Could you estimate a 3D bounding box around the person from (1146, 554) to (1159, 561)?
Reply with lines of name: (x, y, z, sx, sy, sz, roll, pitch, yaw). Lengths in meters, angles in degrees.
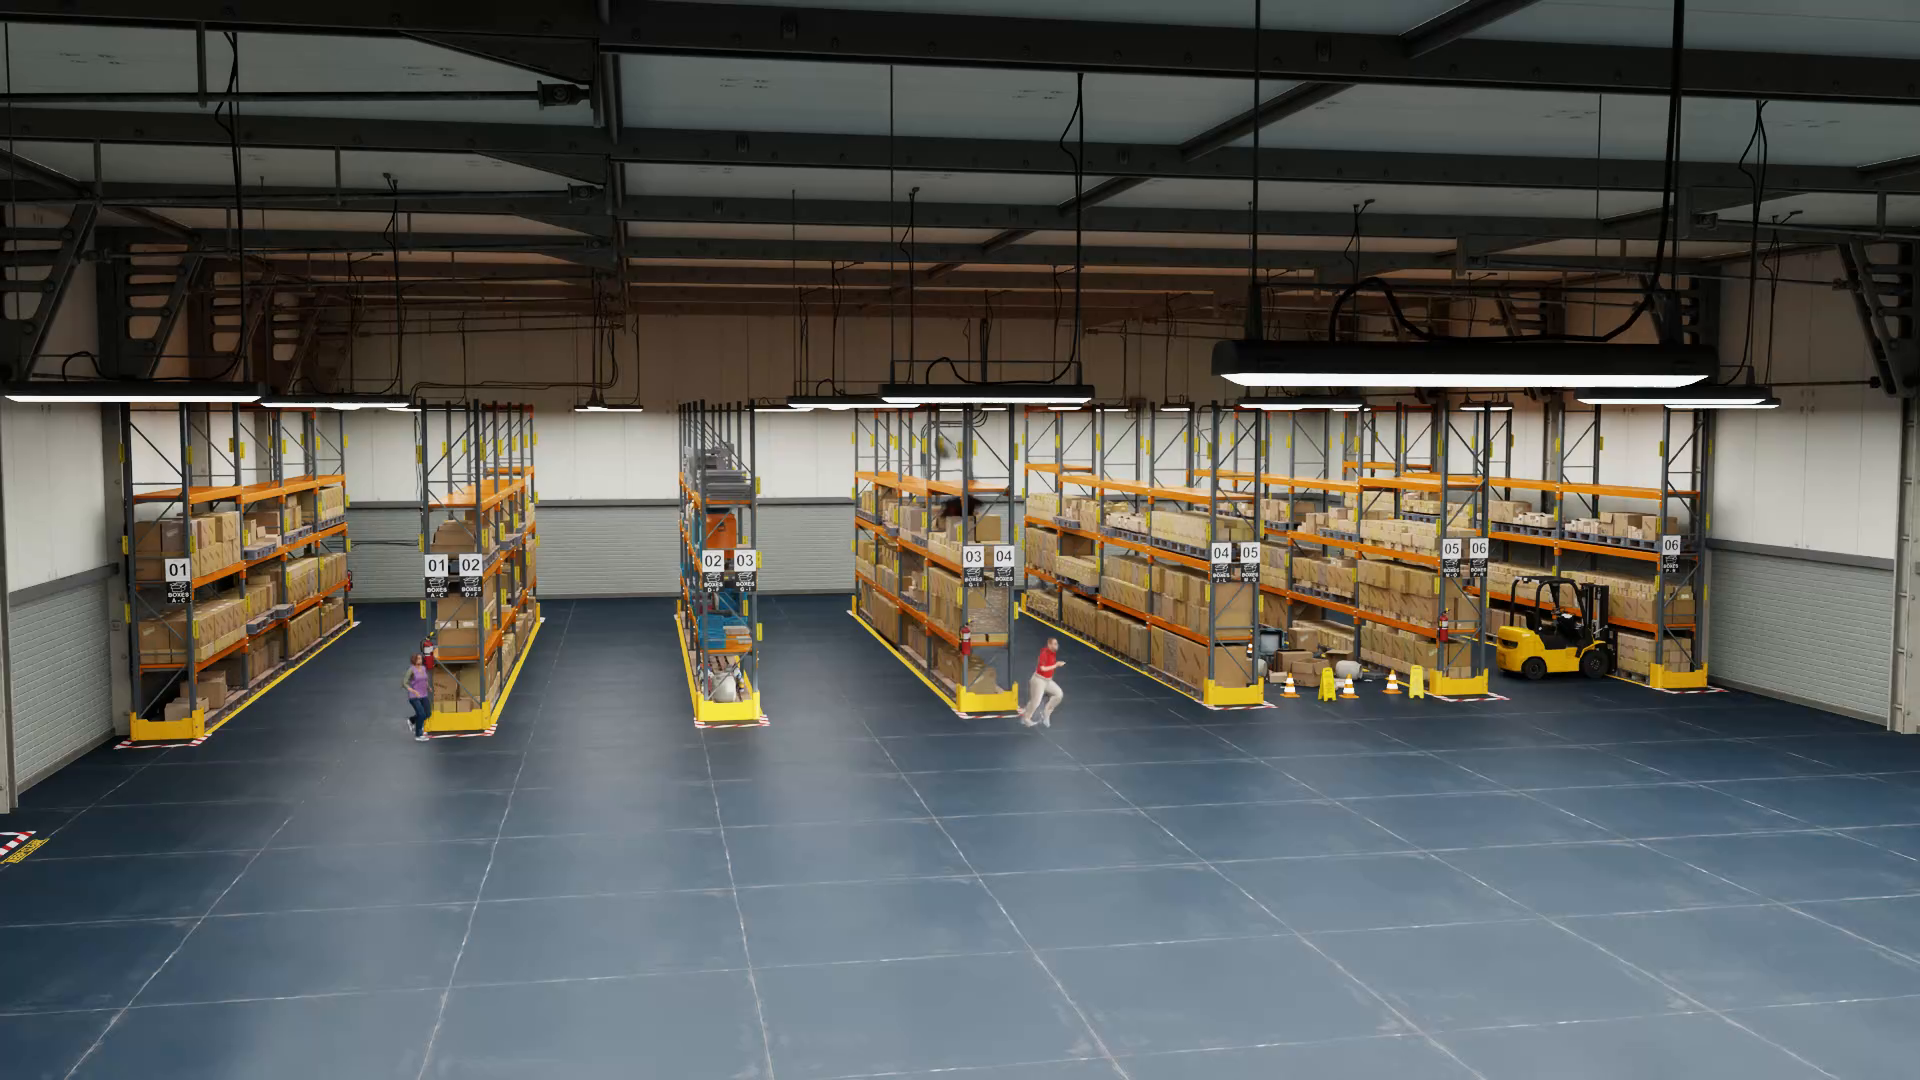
person: (5.942, 0.968, 51.731, 0.717, 1.745, 0.627, -3, 5, -31)

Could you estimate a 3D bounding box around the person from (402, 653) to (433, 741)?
person: (-9.539, 2.747, 29.154, 0.549, 1.554, 0.523, 2, 5, 28)

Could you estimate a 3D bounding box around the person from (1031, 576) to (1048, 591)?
person: (2.421, 1.117, 49.981, 0.672, 1.762, 0.784, 1, 4, 16)

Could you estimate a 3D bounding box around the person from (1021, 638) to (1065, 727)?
person: (1.527, 2.595, 30.254, 0.908, 1.671, 0.643, 3, 5, 30)
